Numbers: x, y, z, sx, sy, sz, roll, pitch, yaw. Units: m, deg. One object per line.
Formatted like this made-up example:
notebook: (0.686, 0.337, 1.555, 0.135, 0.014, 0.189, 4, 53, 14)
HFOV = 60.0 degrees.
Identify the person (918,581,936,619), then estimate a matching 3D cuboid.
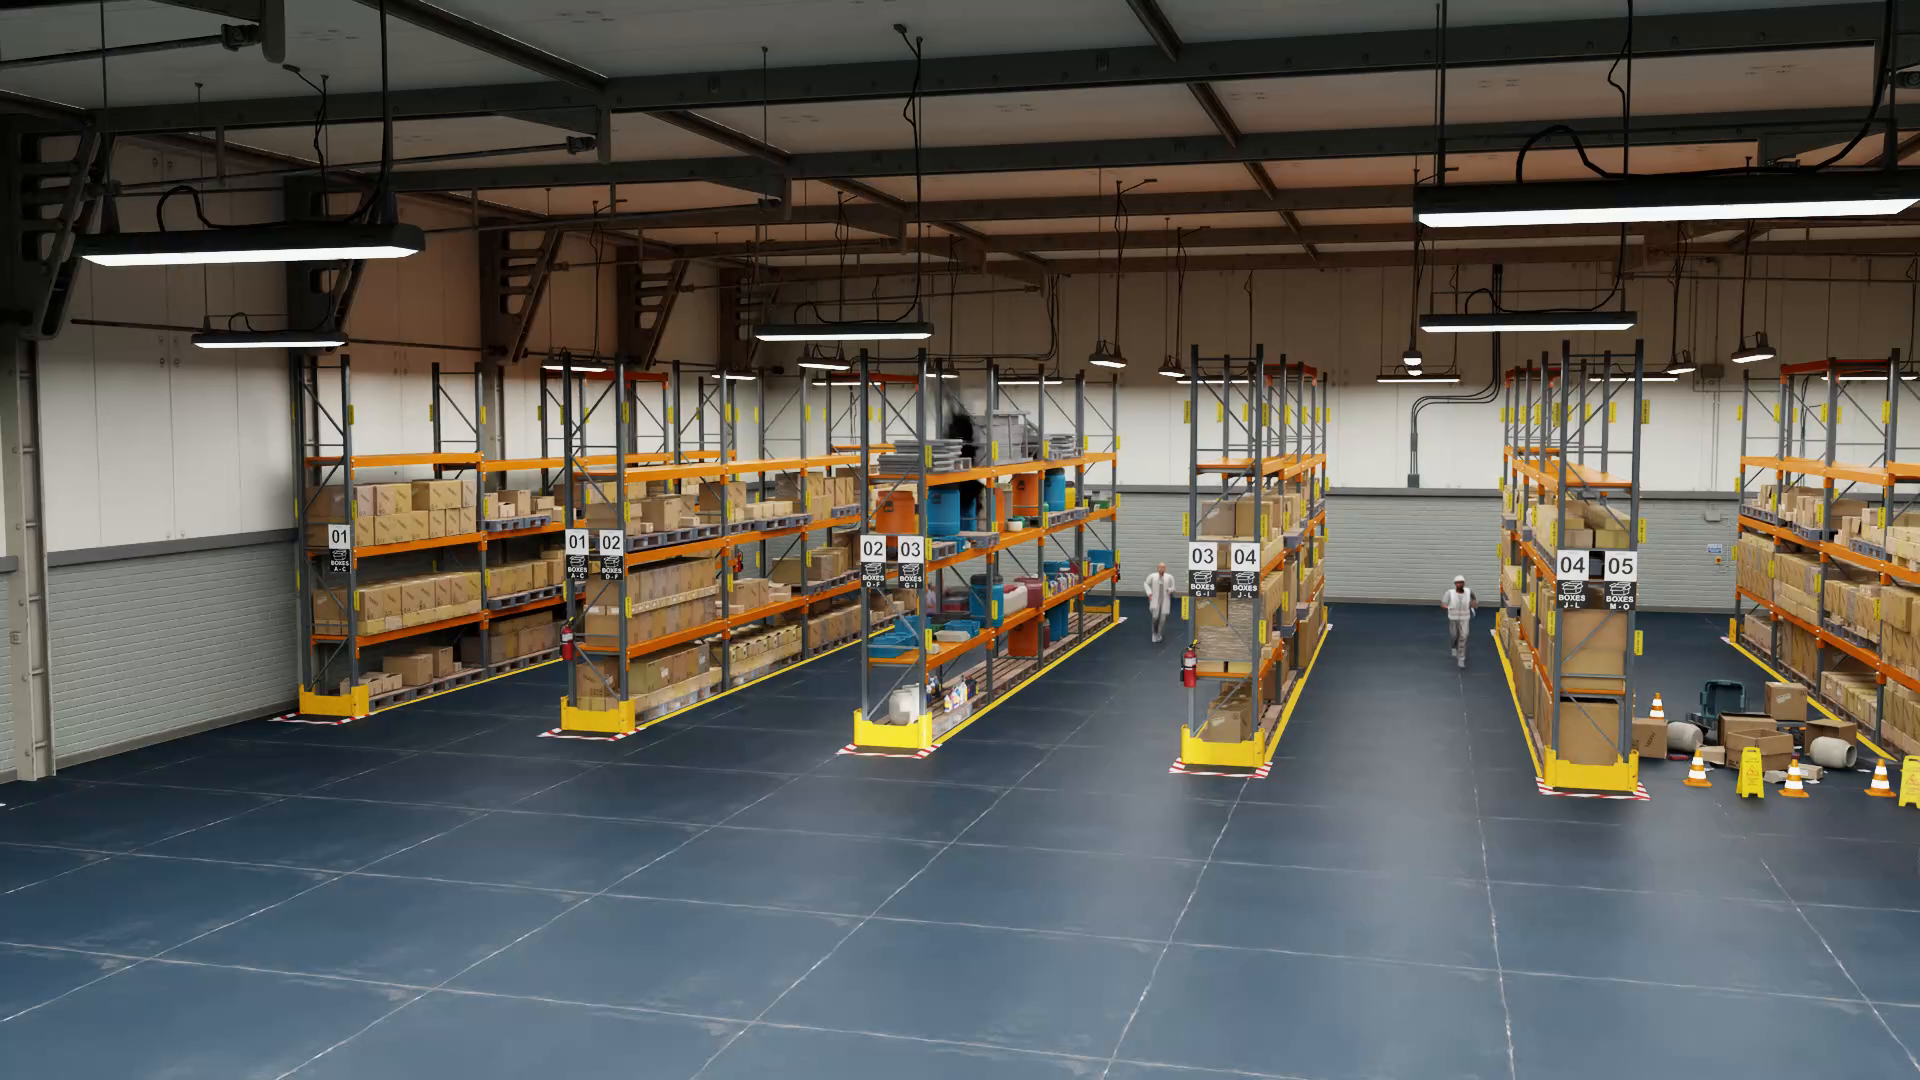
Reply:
person: (-0.579, 1.576, 33.076, 0.600, 1.609, 0.921, 2, 5, 22)

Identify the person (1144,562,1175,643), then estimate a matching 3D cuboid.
person: (4.404, 1.365, 36.598, 0.679, 1.747, 0.753, 0, 4, 1)

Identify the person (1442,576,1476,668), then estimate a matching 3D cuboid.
person: (10.020, 1.608, 33.398, 0.683, 1.807, 0.985, 1, 4, 13)

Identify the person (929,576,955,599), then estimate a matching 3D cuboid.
person: (-0.409, 1.585, 34.074, 0.705, 1.750, 0.686, 2, 5, 20)
